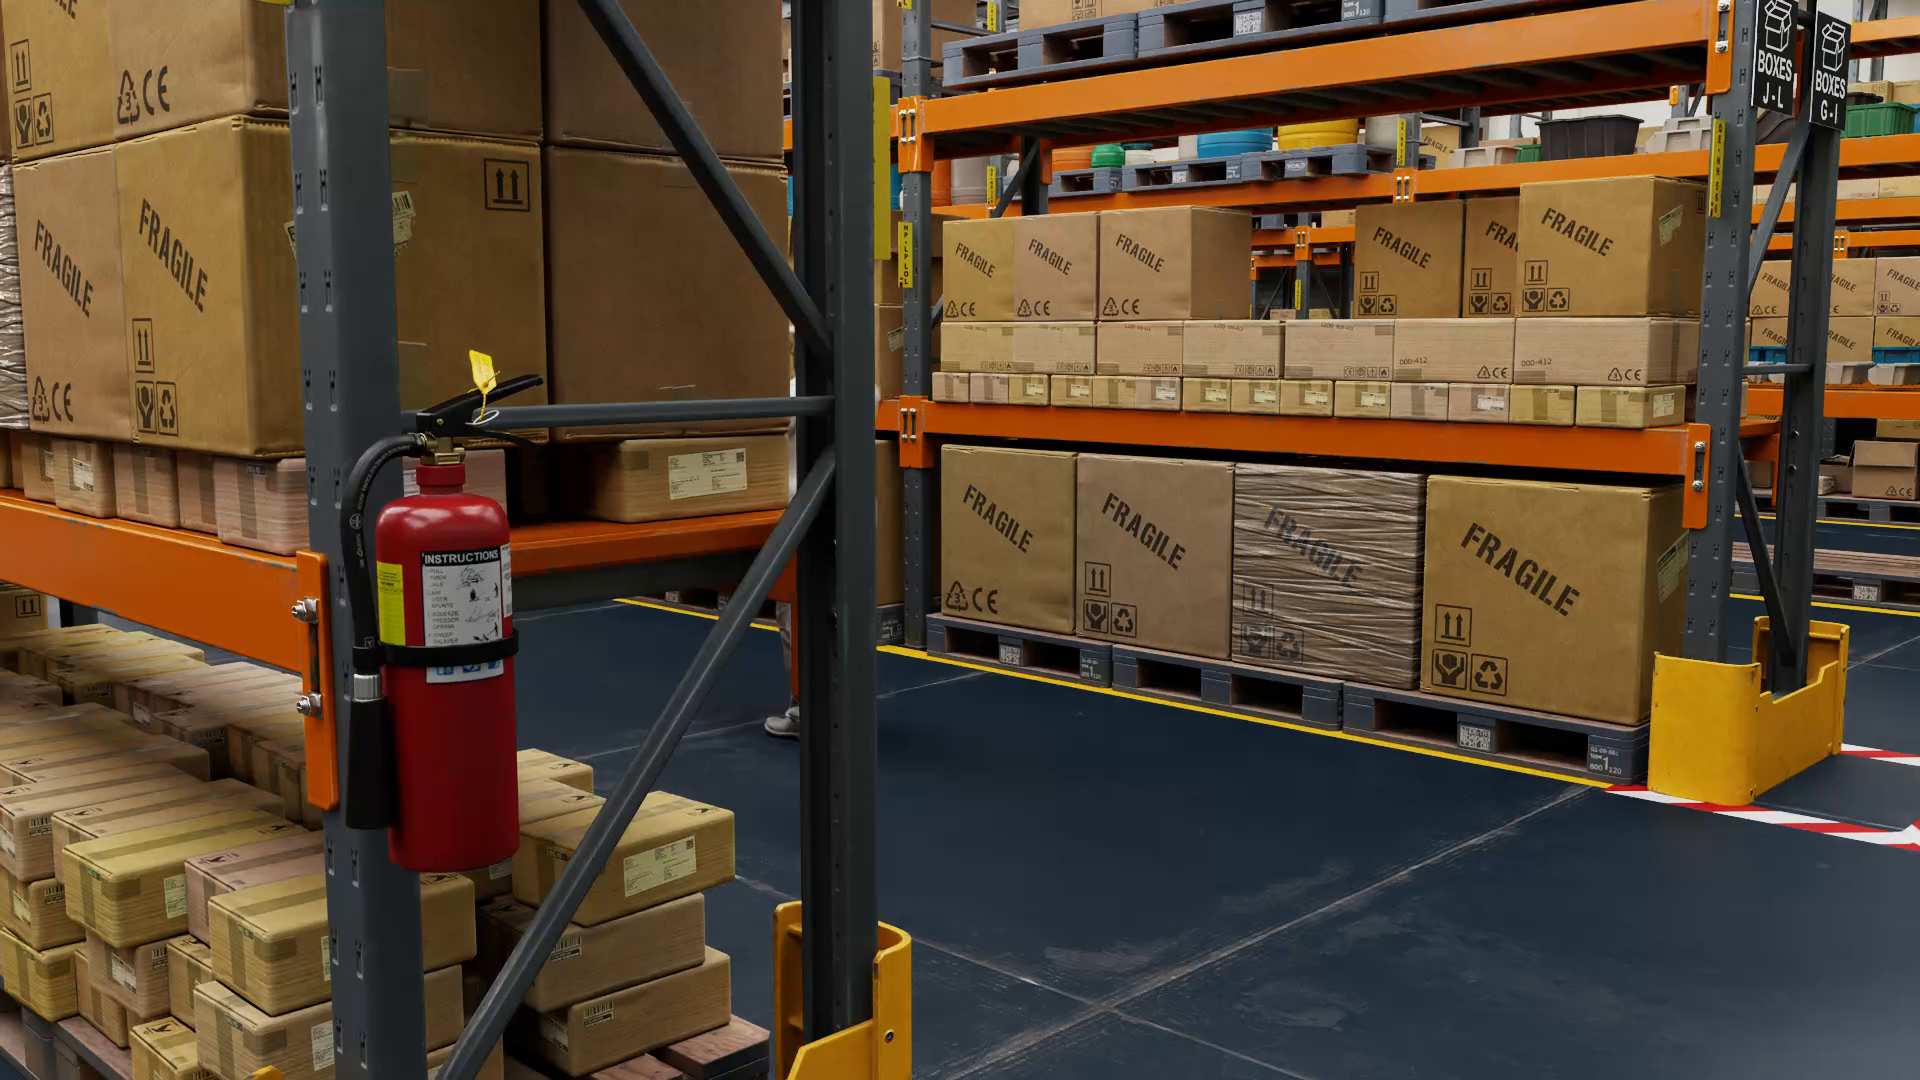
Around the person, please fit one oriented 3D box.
[{"bbox_3d":[-0.649,-0.082,6.843,0.578,1.761,0.504,7,10,44],"label":"person"}]
